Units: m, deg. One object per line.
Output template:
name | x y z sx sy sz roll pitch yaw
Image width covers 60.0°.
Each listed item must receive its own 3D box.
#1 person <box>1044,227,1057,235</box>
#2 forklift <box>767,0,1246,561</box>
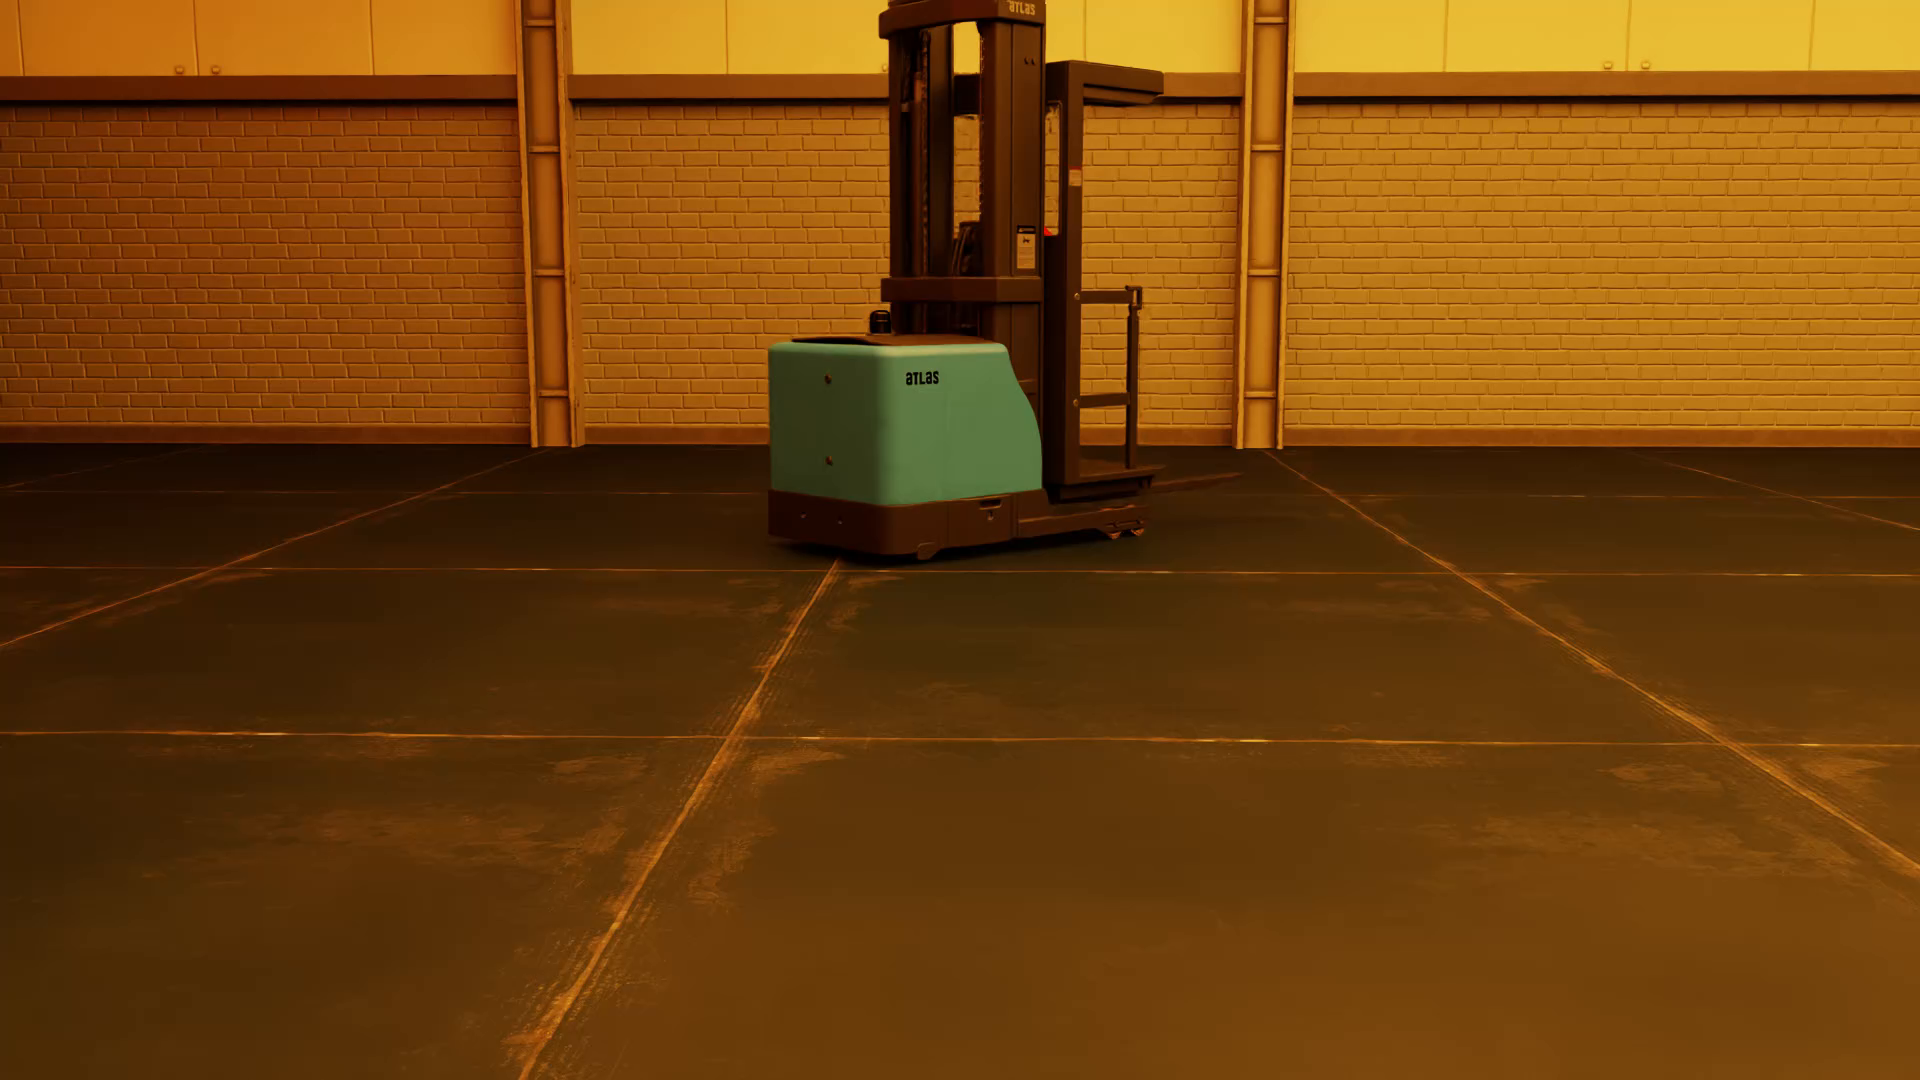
person | 0.695 -1.384 12.088 0.565 1.788 0.637 0 9 1
forklift | 0.413 -1.511 9.186 3.031 2.935 1.130 -8 12 -42
